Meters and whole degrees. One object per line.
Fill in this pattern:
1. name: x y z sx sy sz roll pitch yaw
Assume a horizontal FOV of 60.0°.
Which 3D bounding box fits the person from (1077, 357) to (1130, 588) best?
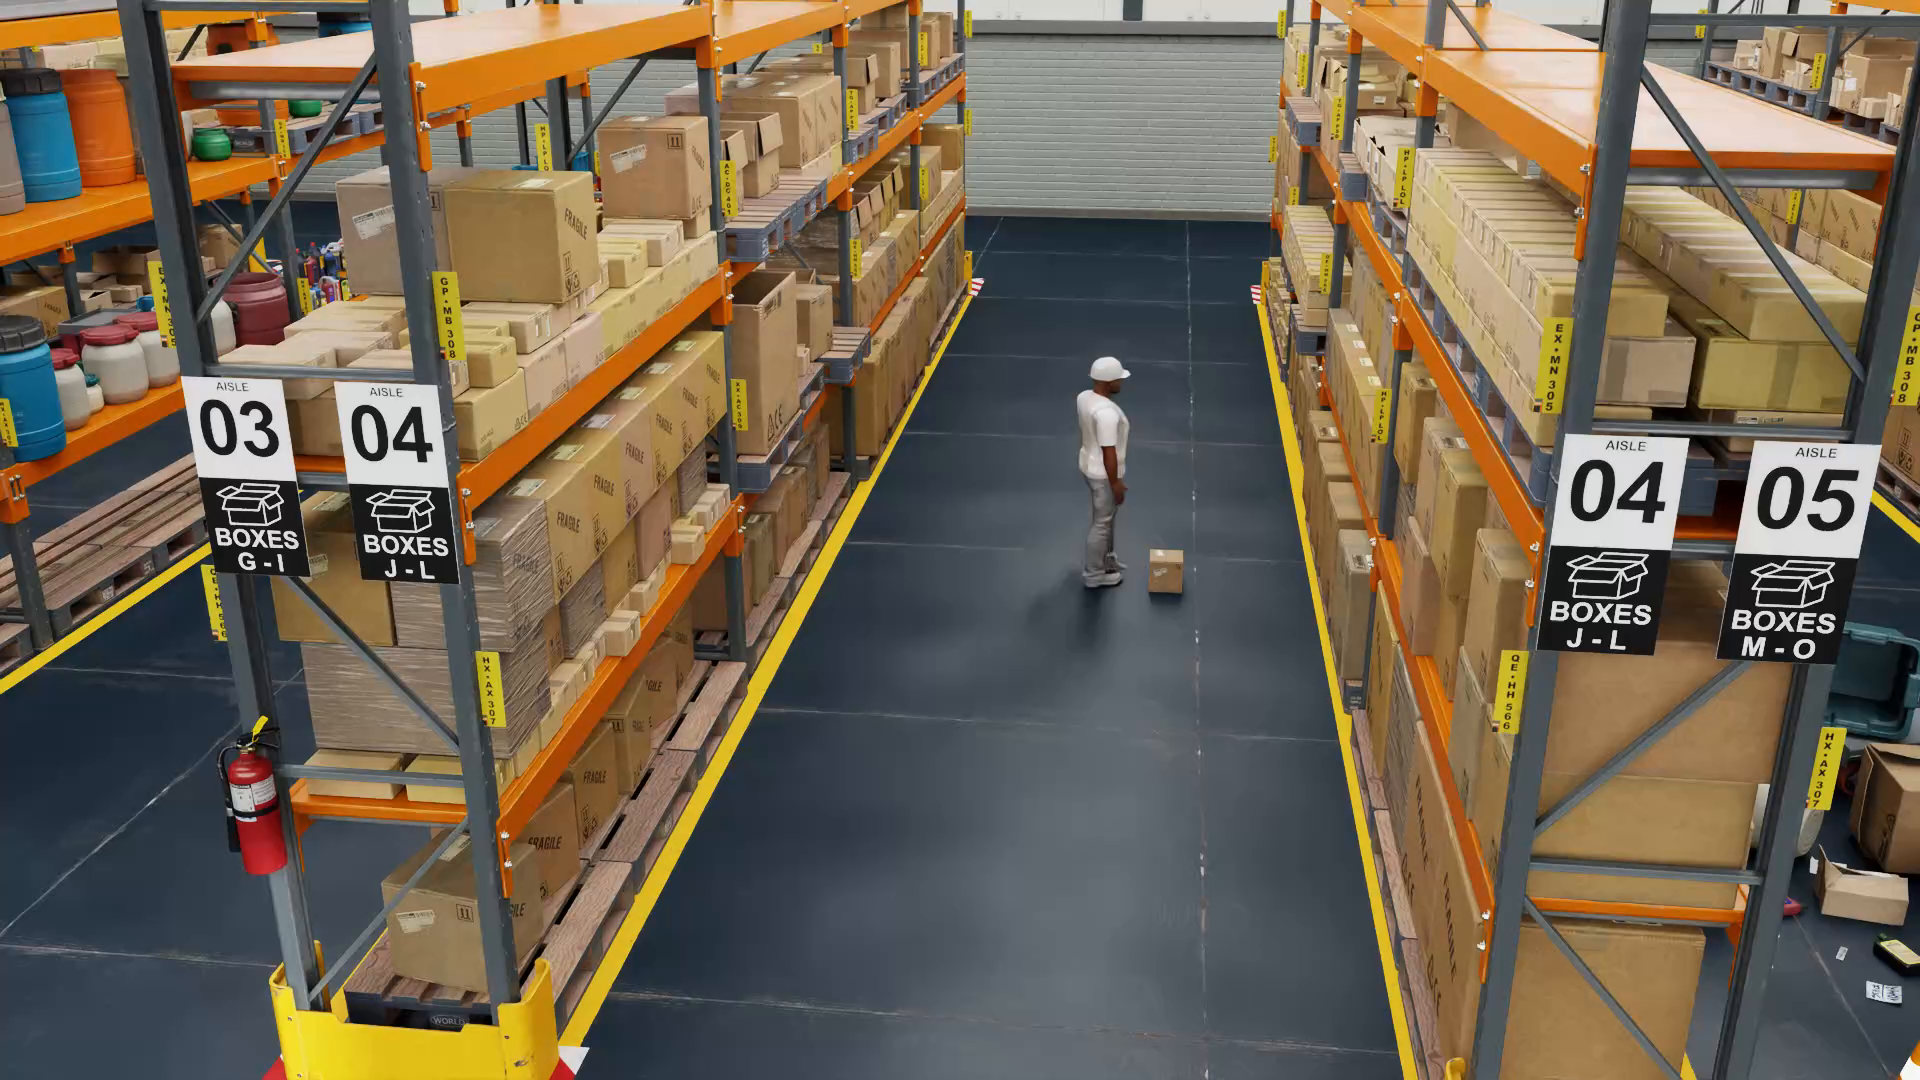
1. person: 1.135 -0.499 12.361 0.508 1.798 0.607 -5 22 -12
